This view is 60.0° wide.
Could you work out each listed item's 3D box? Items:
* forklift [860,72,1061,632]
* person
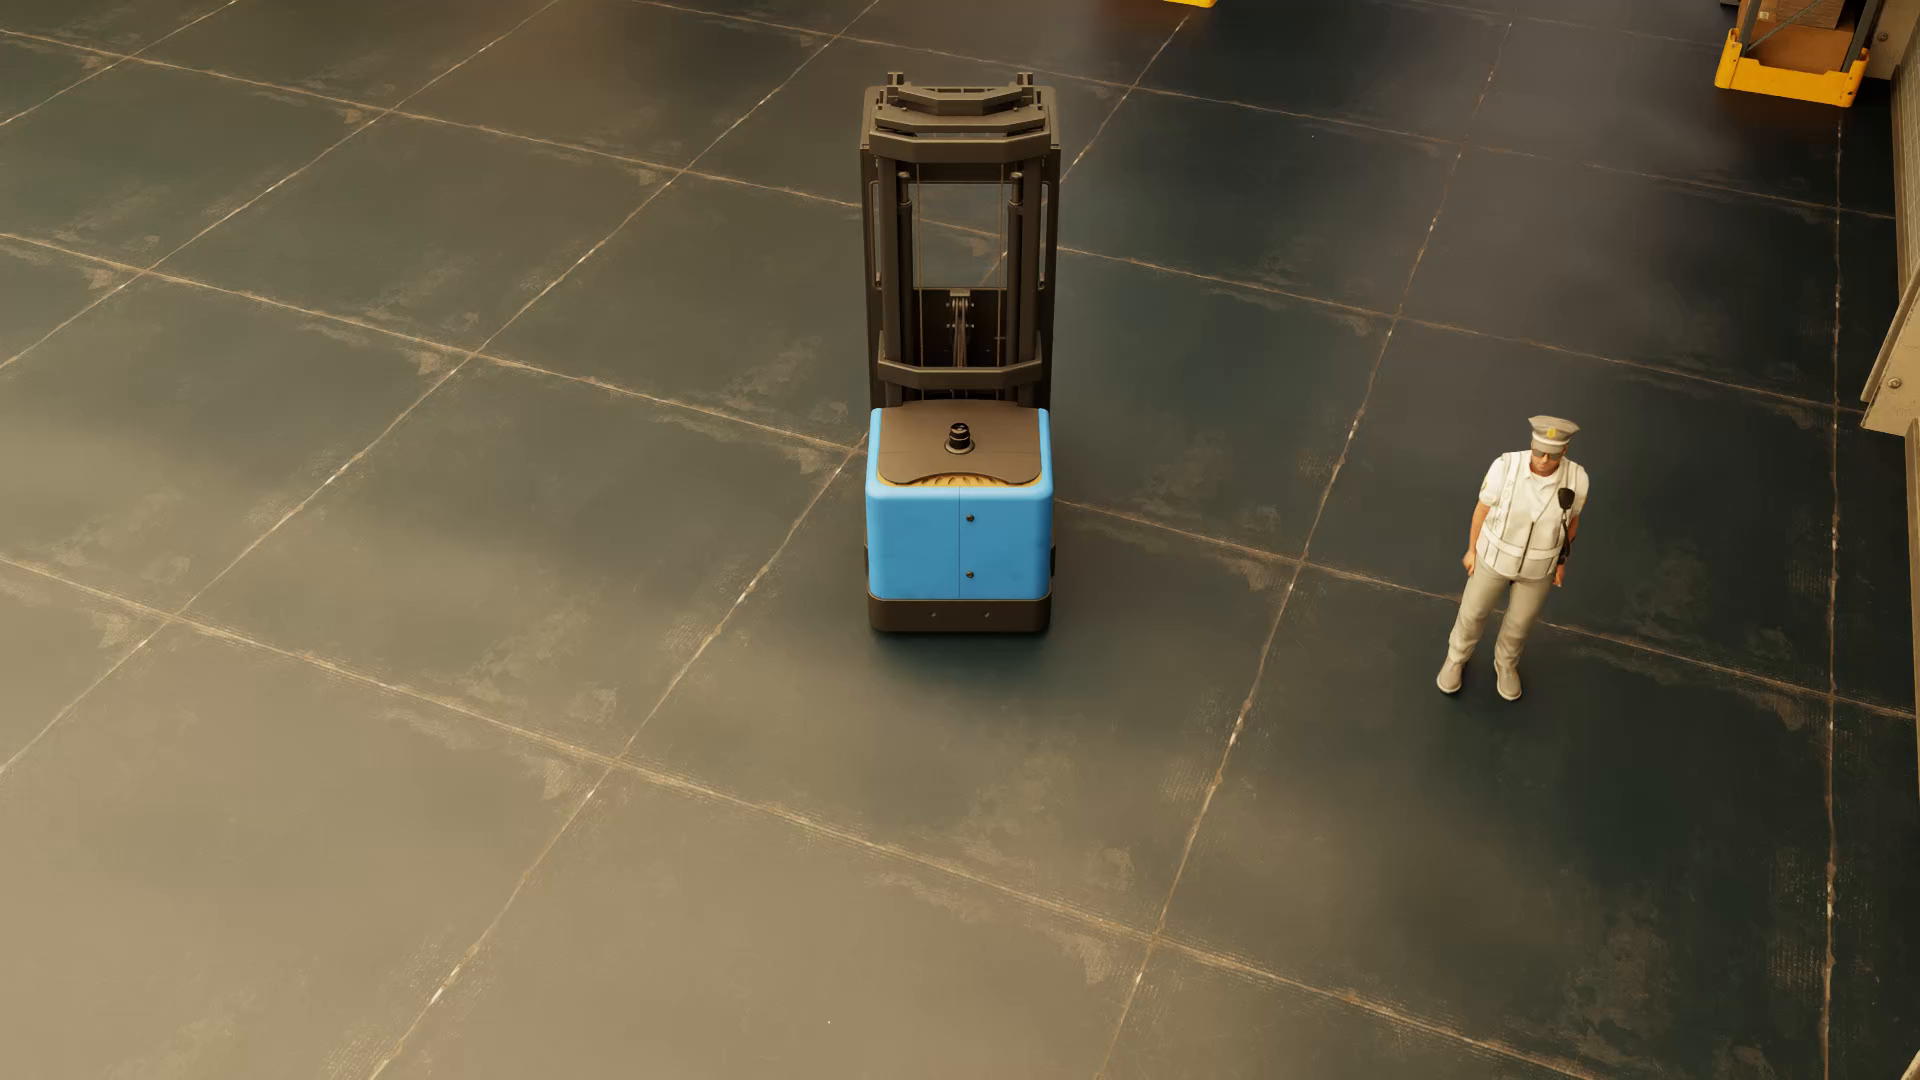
[{"bbox_3d":[0.002,-1.515,9.816,1.130,2.935,3.031,0,40,0],"label":"forklift"},{"bbox_3d":[2.950,0.090,8.804,0.524,1.773,0.396,8,41,9],"label":"person"}]
